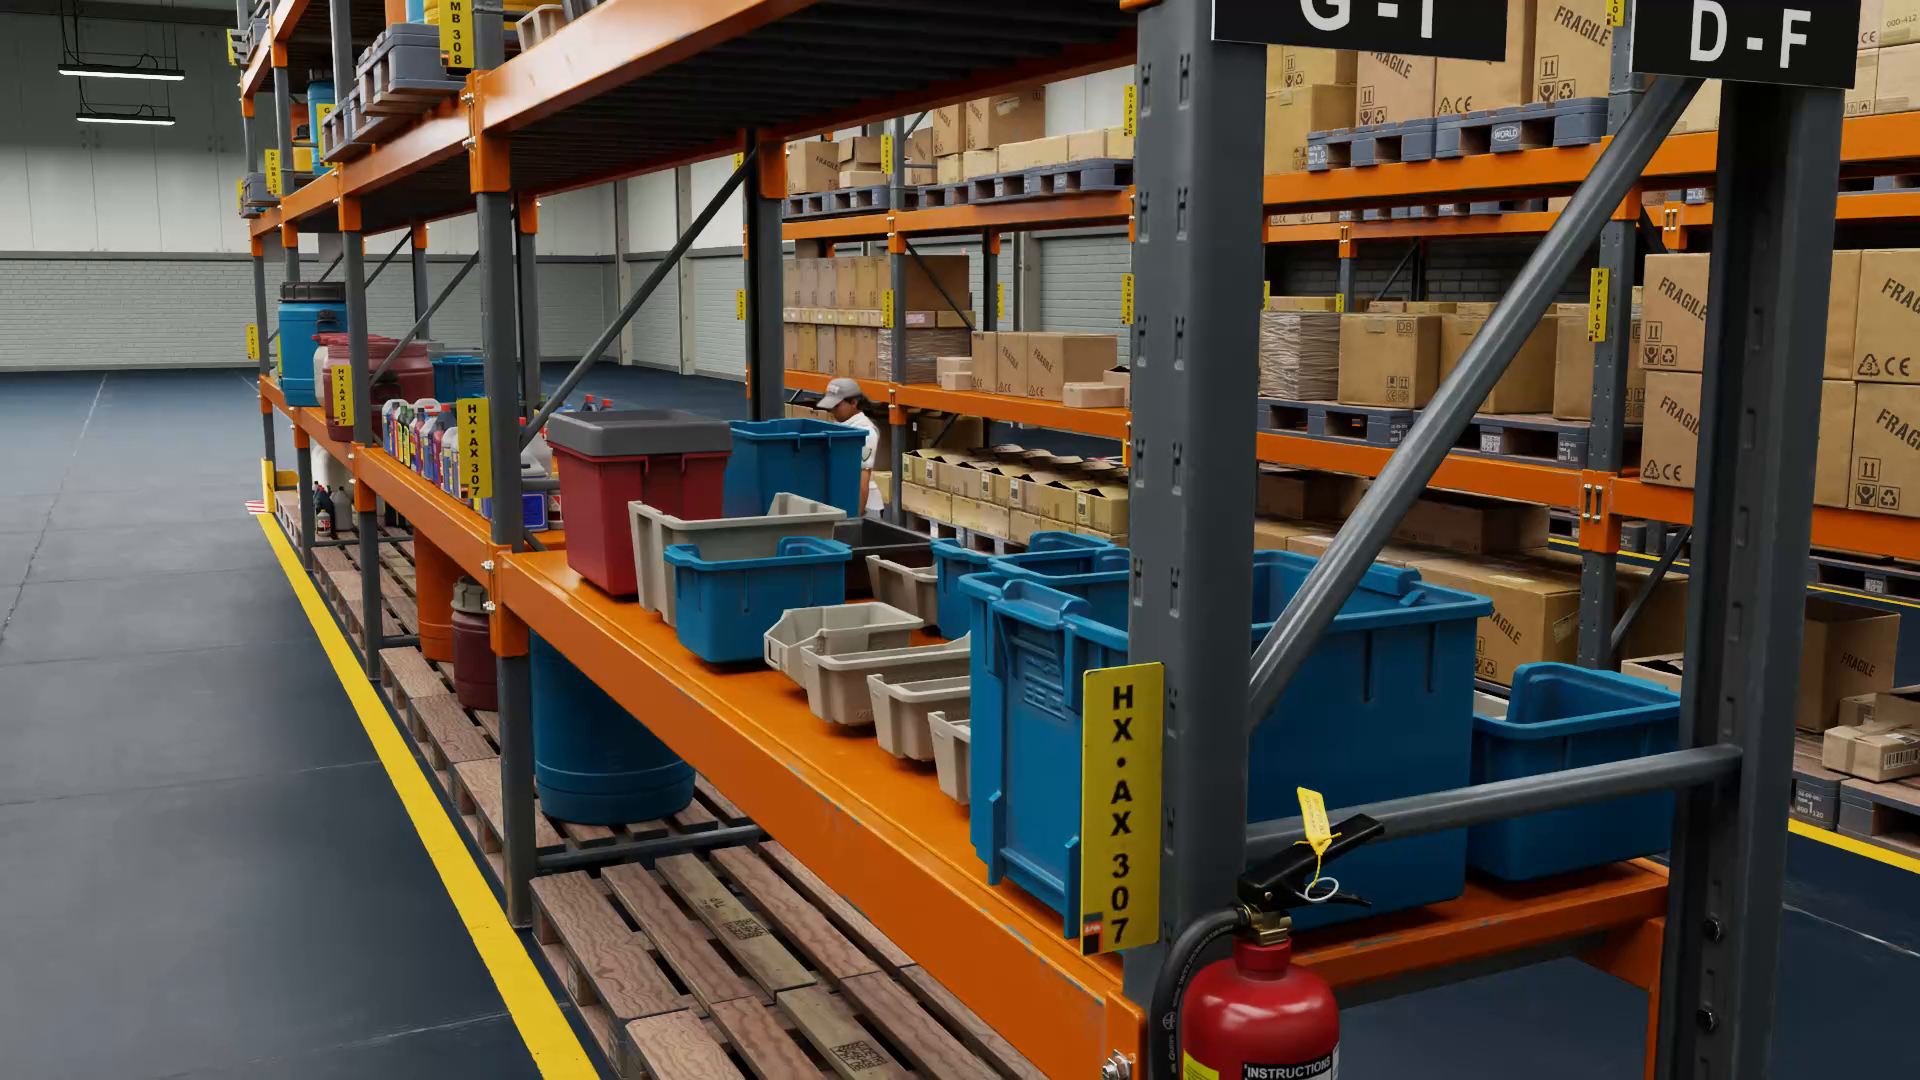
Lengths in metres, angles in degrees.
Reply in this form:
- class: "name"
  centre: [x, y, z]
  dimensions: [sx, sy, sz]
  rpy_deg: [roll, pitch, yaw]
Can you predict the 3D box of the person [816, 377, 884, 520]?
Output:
- class: "person"
  centre: [-0.653, -0.125, 9.726]
  dimensions: [0.389, 1.653, 0.474]
  rpy_deg: [-4, 10, -25]
